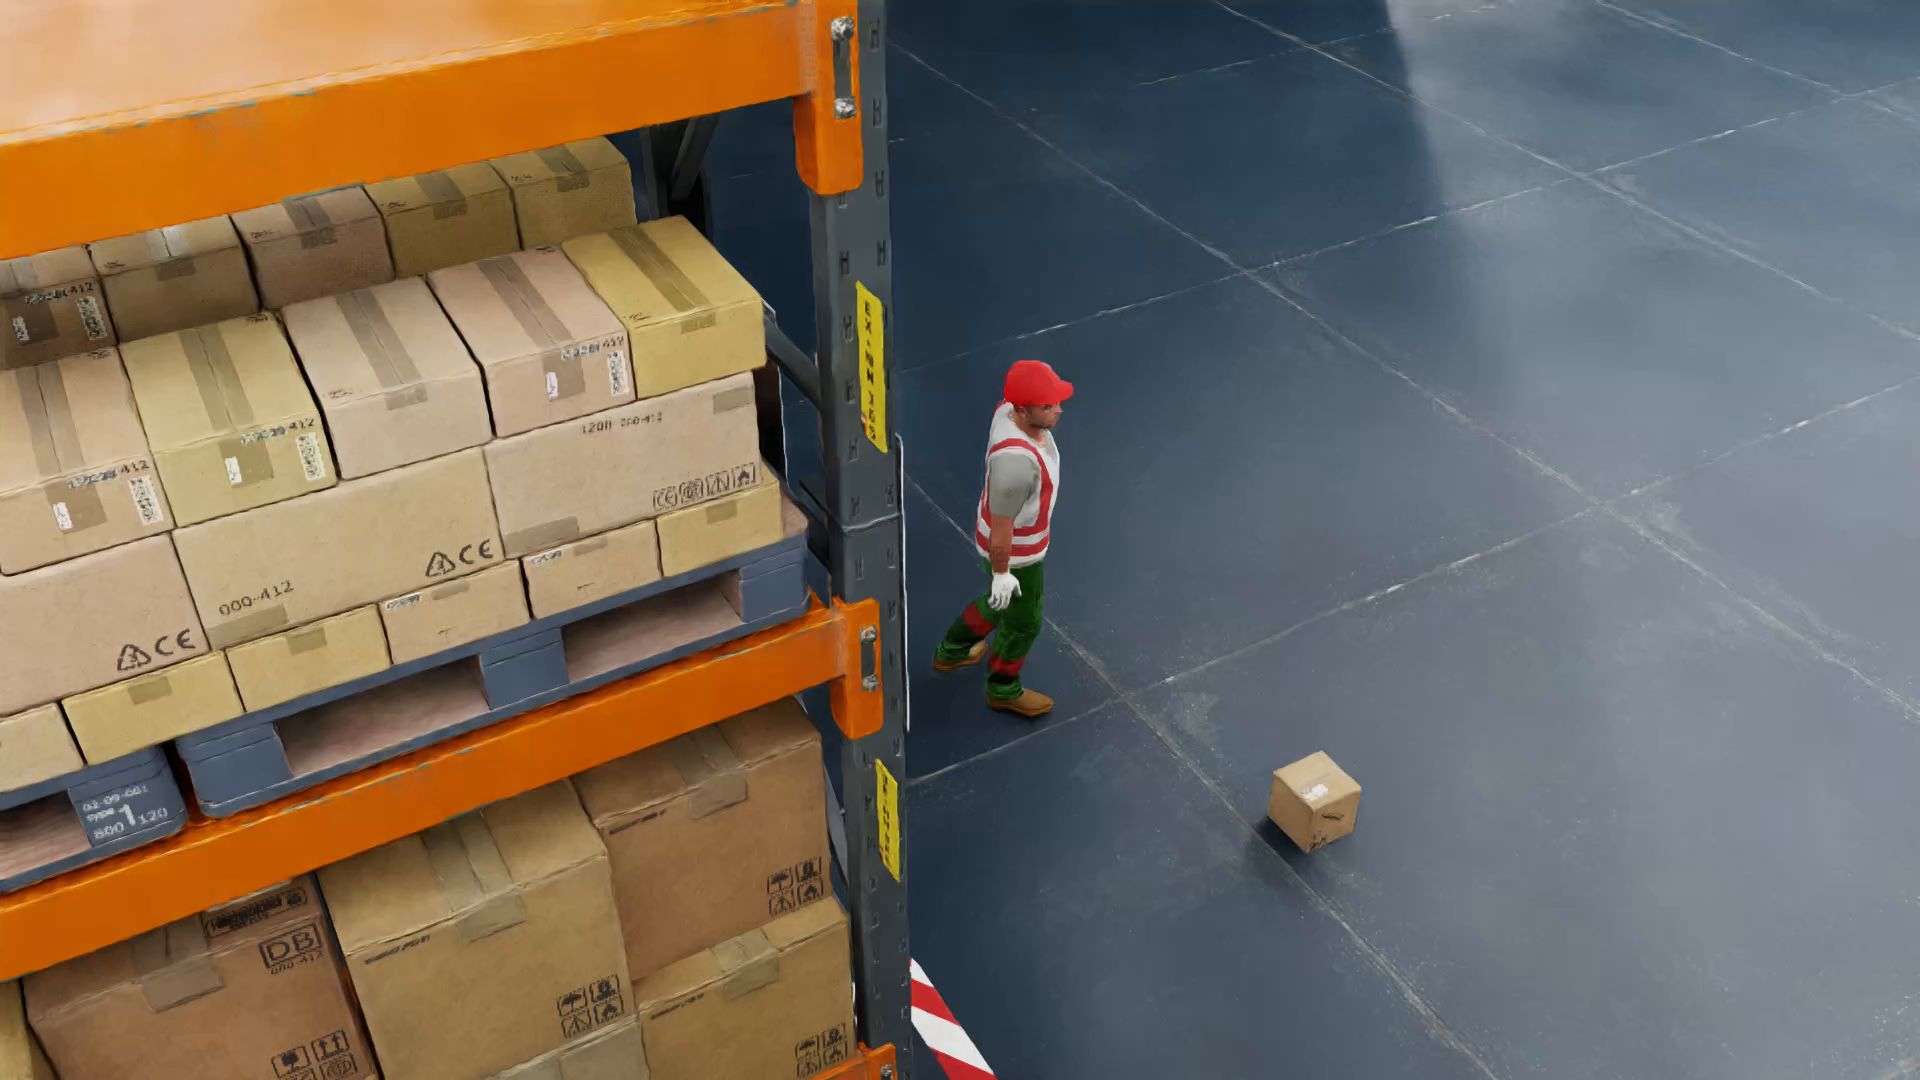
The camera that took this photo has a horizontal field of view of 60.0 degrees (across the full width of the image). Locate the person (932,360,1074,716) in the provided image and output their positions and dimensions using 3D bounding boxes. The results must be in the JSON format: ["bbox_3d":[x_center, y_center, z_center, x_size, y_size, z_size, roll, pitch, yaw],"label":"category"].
[{"bbox_3d":[0.156,-0.002,6.915,0.573,1.780,0.587,2,37,3],"label":"person"}]
